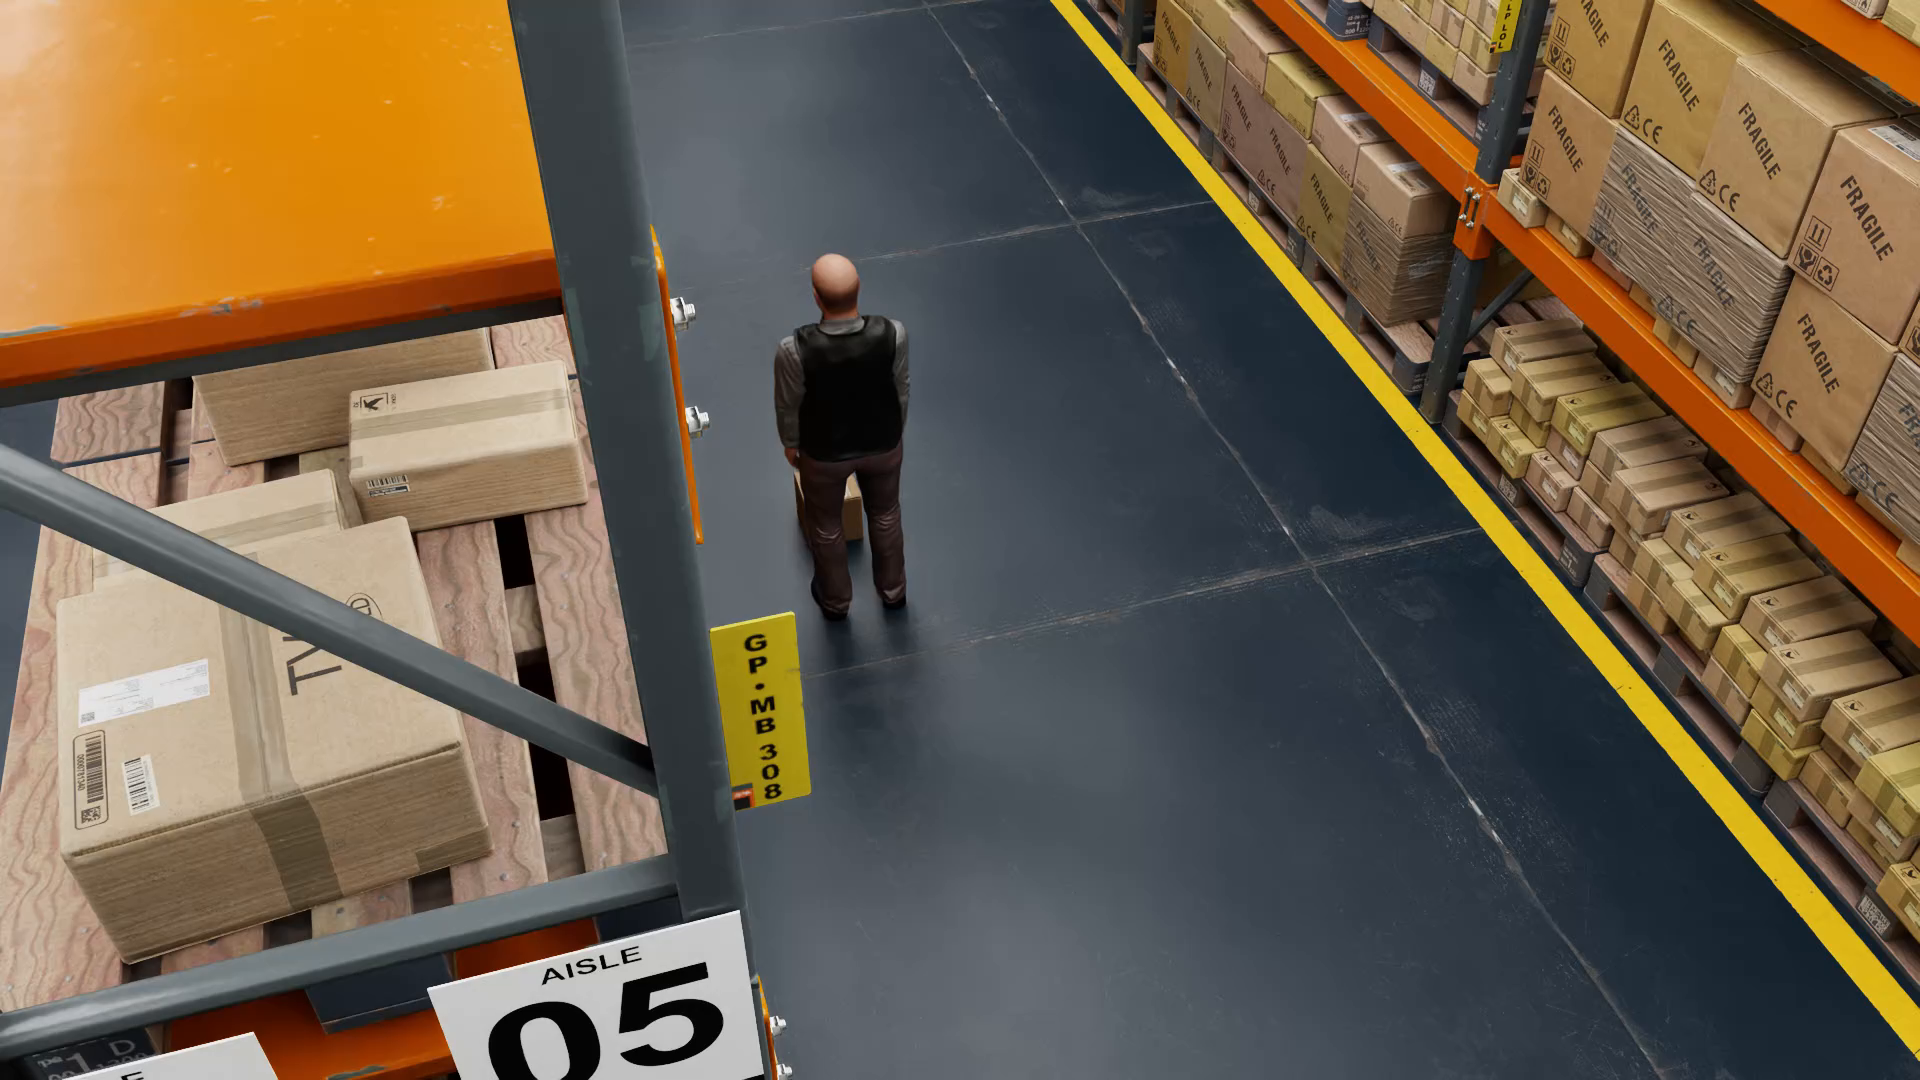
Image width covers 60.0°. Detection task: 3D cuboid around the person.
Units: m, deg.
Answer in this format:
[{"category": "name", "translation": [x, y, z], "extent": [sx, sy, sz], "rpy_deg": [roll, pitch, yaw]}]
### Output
[{"category": "person", "translation": [-0.460, -0.384, 6.615], "extent": [0.534, 1.714, 0.357], "rpy_deg": [-11, 43, -12]}]
